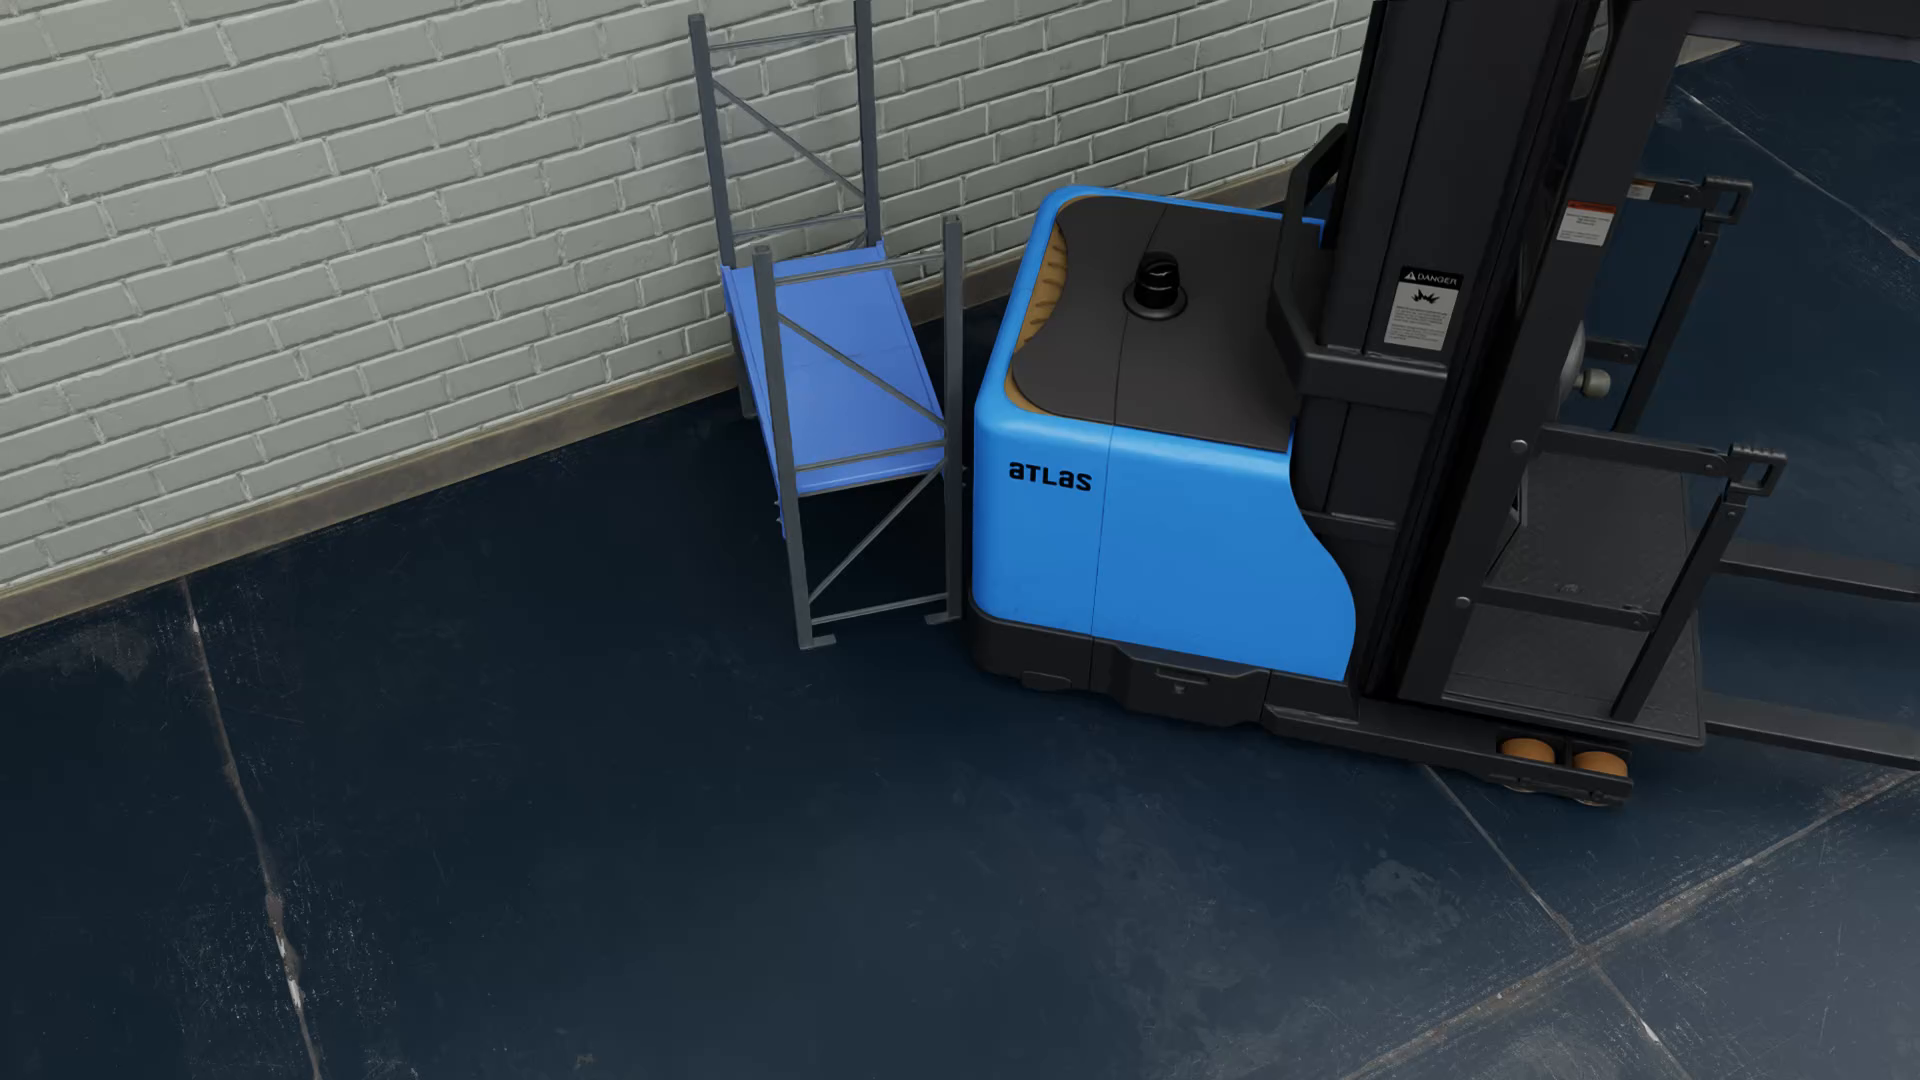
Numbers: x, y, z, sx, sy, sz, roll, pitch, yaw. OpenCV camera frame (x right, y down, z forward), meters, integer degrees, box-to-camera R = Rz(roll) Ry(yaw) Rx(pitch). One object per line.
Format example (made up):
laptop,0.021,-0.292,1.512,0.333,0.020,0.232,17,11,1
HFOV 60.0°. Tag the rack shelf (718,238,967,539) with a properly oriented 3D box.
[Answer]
rack shelf,-0.365,-0.474,4.907,0.538,0.185,1.000,-11,50,-9

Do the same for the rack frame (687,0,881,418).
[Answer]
rack frame,-0.492,-0.963,5.096,0.500,1.500,0.032,-11,50,-9

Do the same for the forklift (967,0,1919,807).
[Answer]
forklift,1.594,-0.672,3.891,3.031,2.935,1.130,10,50,9

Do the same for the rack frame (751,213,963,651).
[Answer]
rack frame,-0.239,-0.222,4.447,0.500,1.500,0.032,-11,50,-9

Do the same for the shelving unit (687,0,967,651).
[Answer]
shelving unit,-0.365,-0.592,4.772,0.538,1.500,1.048,-11,50,-9
